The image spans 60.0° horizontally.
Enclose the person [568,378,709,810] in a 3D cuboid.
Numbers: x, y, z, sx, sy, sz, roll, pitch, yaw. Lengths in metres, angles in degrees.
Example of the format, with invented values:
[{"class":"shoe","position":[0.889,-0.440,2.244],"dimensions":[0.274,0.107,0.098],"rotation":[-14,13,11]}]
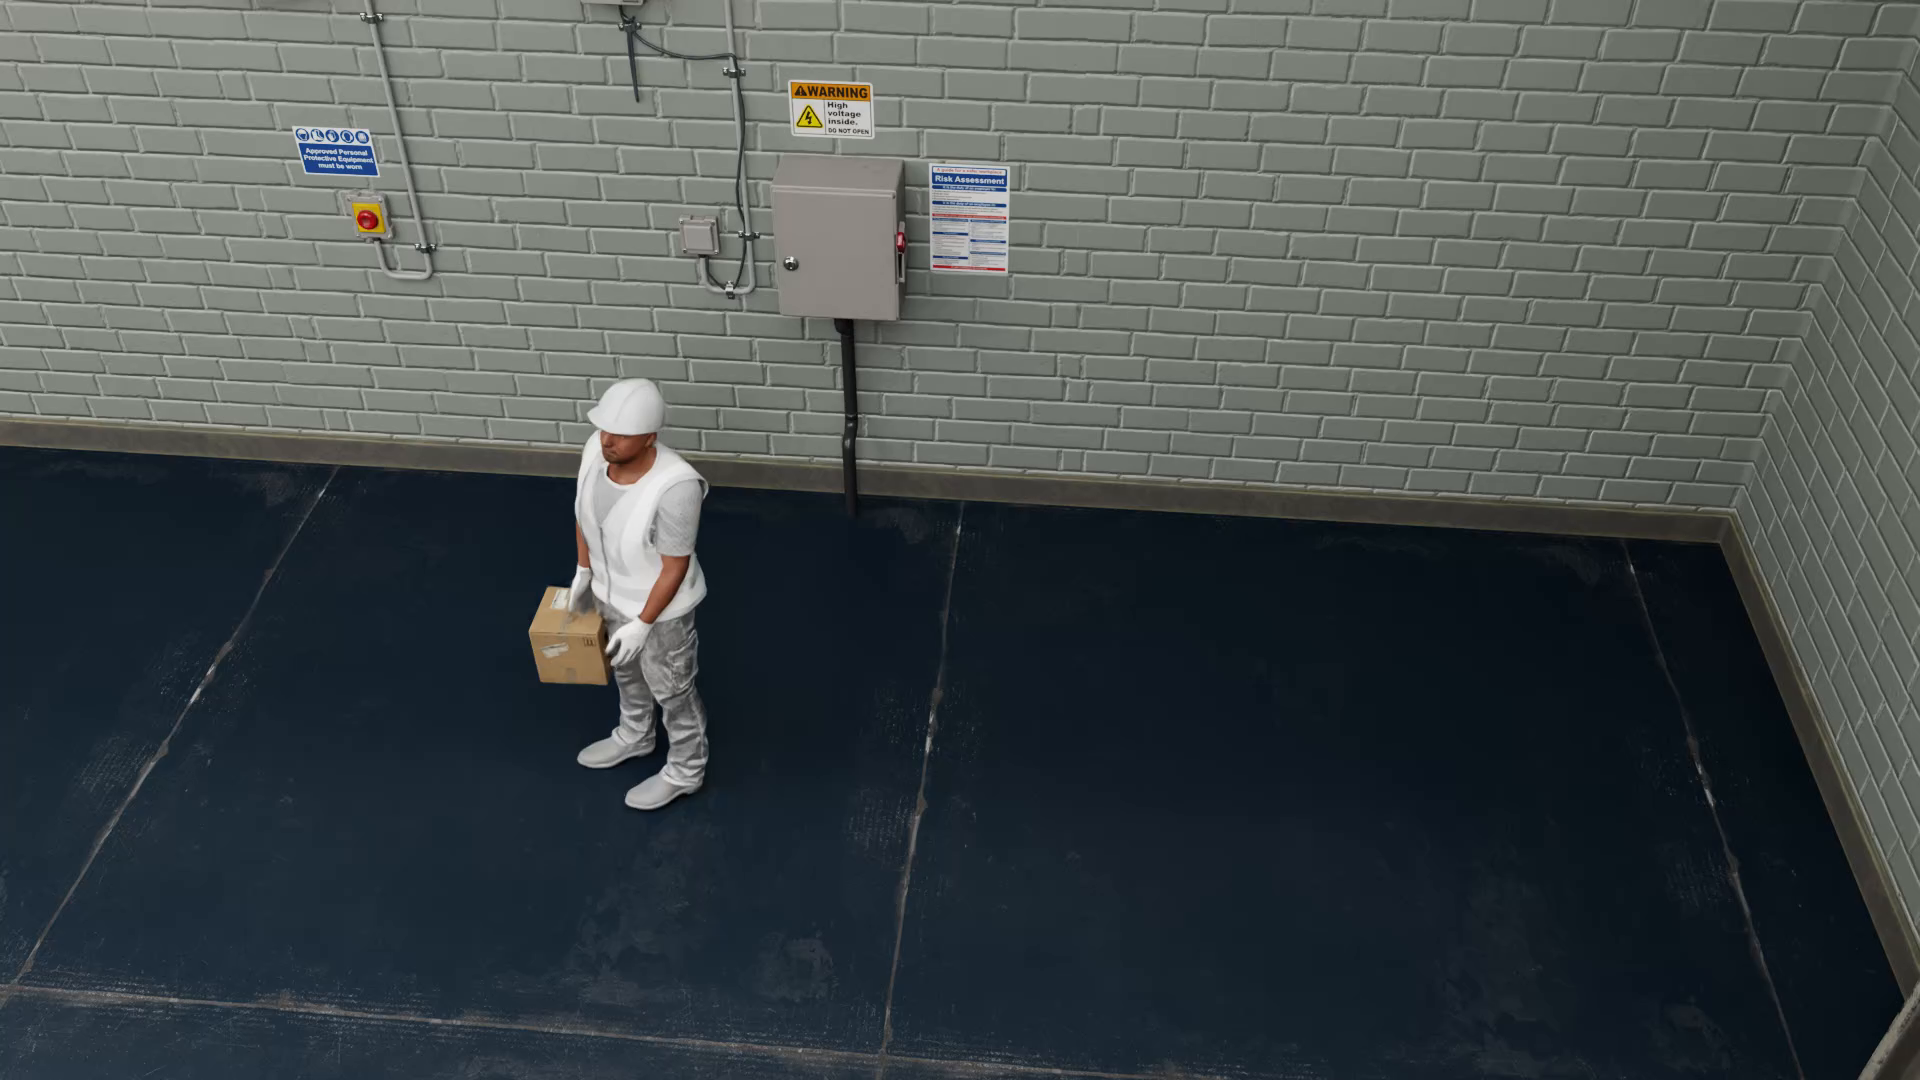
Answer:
[{"class":"person","position":[-1.160,0.208,5.860],"dimensions":[0.579,1.795,0.470],"rotation":[30,48,31]}]
